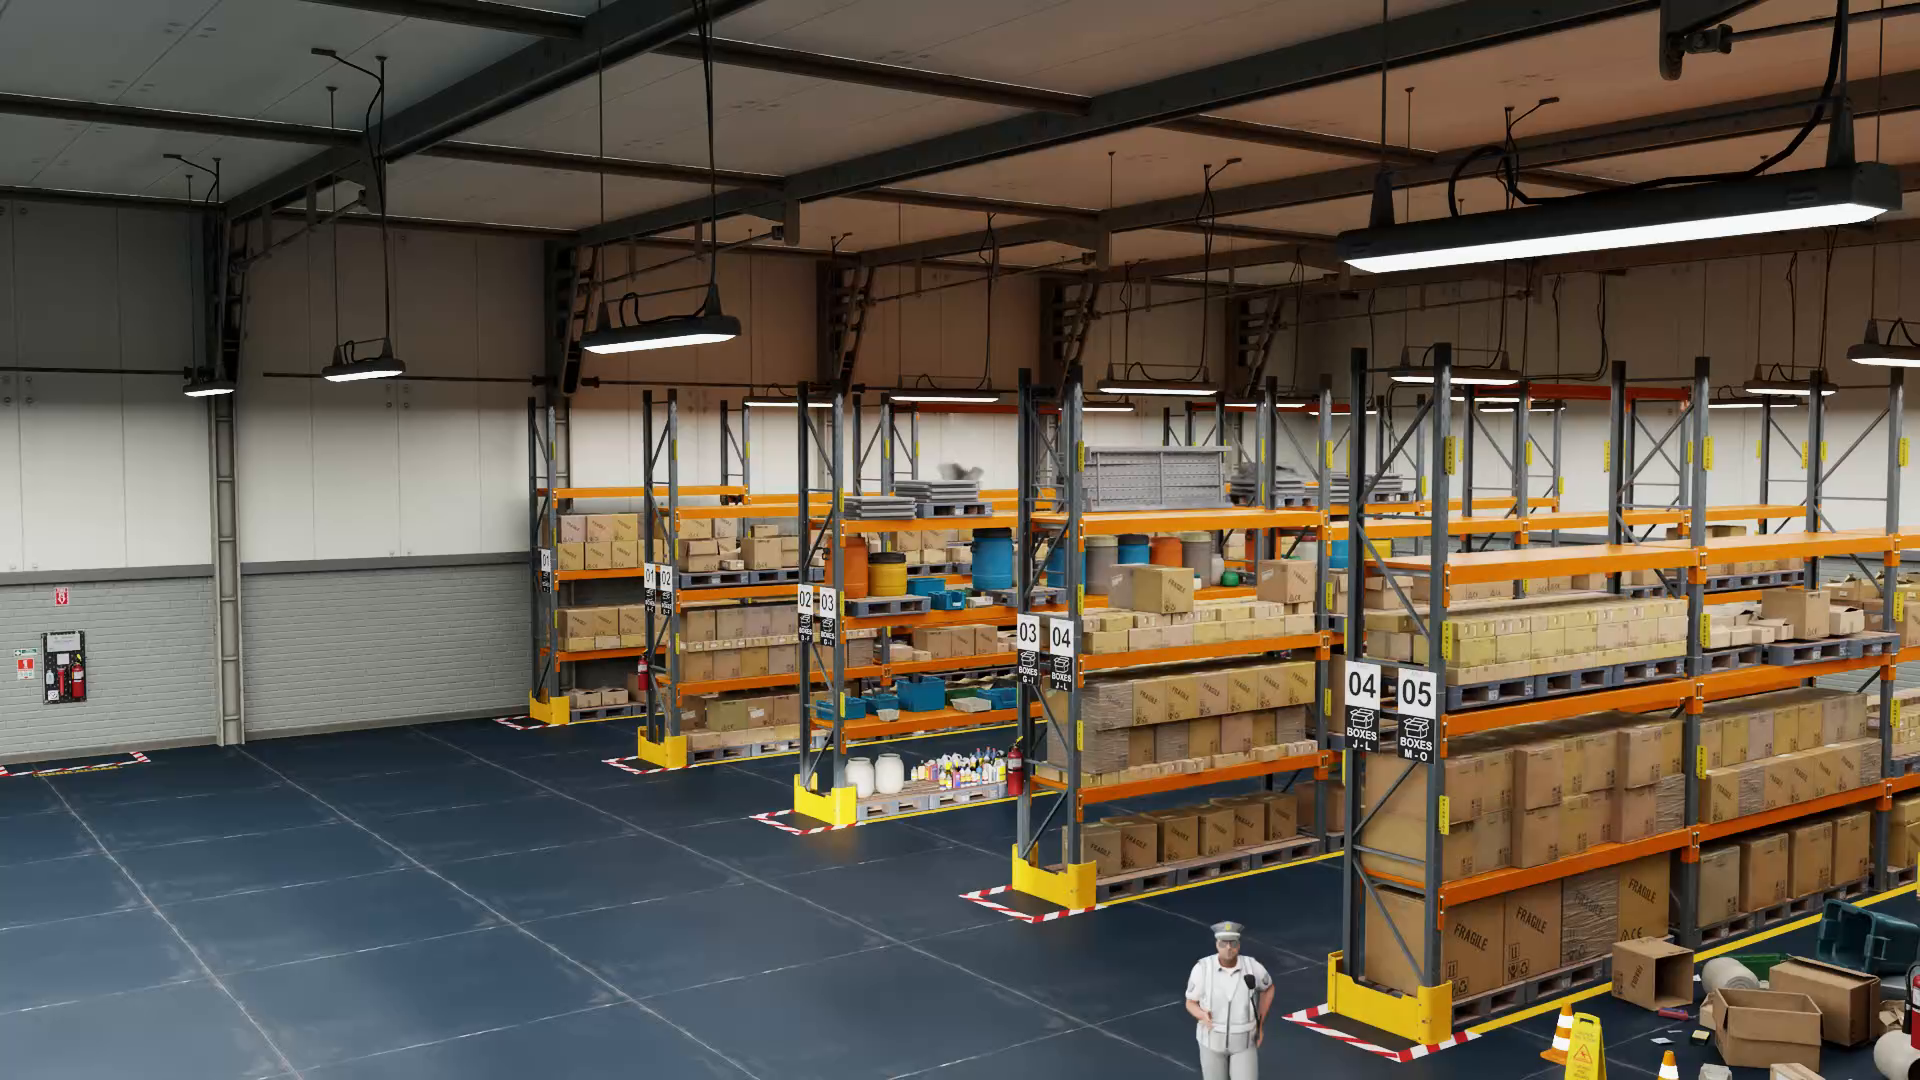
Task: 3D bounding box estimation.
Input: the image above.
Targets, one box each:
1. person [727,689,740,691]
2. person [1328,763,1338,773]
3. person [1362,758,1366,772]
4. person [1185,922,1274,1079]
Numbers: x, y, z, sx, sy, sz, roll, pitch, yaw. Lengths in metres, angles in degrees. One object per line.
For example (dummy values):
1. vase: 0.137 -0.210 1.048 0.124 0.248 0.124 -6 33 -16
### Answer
1. person: -4.094 2.620 29.932 0.606 1.619 0.806 3 5 43
2. person: 6.003 2.745 26.104 0.816 1.779 0.646 -3 4 -37
3. person: 6.168 2.834 24.394 0.941 1.763 0.696 -3 4 -39
4. person: 1.914 3.595 11.814 0.630 1.781 0.706 1 3 9
